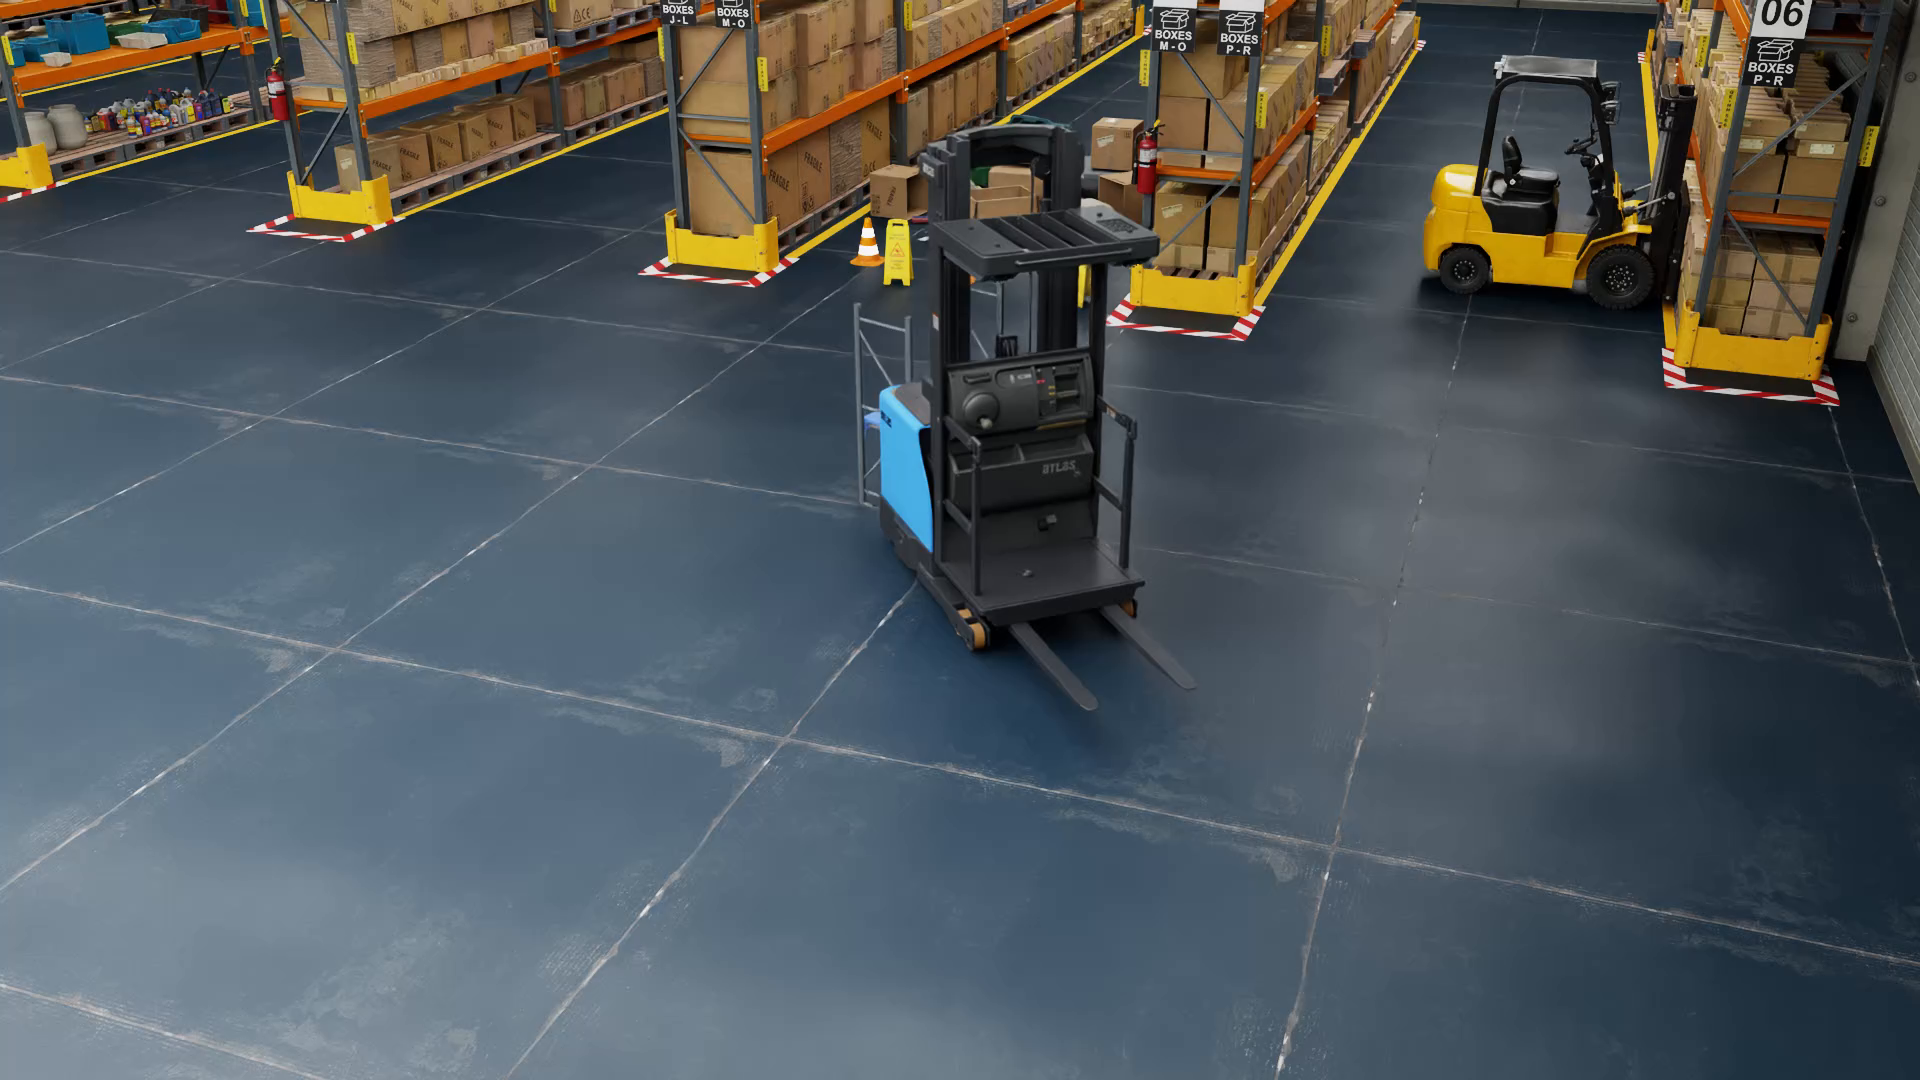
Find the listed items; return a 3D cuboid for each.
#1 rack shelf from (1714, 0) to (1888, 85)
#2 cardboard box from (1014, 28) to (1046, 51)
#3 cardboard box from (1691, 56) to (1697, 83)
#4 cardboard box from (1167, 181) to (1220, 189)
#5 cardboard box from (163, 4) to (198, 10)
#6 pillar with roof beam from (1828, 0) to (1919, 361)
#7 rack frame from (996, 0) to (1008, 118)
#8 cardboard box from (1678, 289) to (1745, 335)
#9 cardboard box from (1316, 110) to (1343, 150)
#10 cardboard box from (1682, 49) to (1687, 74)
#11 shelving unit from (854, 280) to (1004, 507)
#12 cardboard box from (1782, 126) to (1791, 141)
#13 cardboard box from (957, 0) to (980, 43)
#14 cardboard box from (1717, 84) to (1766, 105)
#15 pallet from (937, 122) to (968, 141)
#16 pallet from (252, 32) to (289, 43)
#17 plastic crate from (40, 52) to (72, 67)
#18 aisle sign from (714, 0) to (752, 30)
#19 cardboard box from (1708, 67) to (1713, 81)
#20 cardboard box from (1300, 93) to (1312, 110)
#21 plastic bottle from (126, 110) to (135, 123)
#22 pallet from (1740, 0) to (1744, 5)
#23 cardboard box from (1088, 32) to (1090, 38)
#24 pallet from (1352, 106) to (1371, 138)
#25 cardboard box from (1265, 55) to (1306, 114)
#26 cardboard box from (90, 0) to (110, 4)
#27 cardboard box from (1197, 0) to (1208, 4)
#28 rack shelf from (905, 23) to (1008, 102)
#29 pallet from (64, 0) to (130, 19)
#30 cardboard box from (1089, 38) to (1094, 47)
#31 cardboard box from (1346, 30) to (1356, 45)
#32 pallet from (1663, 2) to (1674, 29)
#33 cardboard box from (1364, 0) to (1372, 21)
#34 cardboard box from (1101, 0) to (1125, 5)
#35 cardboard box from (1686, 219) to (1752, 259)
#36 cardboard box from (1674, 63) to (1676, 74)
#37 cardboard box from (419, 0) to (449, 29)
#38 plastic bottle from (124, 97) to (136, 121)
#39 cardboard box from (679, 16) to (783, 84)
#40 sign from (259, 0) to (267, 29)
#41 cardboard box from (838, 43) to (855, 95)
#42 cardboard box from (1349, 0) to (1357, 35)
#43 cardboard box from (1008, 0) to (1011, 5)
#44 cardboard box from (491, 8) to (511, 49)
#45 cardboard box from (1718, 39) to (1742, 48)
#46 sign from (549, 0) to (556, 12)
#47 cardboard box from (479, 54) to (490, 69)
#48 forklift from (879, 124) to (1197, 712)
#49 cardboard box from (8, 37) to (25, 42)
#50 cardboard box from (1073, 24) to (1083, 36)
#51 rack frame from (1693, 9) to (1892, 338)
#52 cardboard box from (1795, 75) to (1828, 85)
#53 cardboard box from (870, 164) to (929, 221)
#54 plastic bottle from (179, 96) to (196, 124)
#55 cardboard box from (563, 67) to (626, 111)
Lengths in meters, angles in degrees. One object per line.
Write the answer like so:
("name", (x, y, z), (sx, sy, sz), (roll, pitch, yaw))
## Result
("rack shelf", (7.572, -4.727, 15.178), (1.077, 0.370, 4.000), (9, 27, 17))
("cardboard box", (0.988, -7.621, 25.297), (0.500, 0.250, 0.500), (9, 27, 18))
("cardboard box", (8.324, -5.131, 18.228), (0.500, 0.250, 0.500), (8, 27, 16))
("cardboard box", (2.415, -3.468, 17.007), (0.500, 0.500, 0.500), (10, 28, 19))
("cardboard box", (-13.709, -9.251, 29.502), (0.500, 0.500, 0.500), (10, 28, 19))
("pillar with roof beam", (3.928, -6.359, 14.280), (9.100, 9.000, 0.400), (9, 27, 17))
("rack frame", (0.185, -7.561, 23.648), (1.000, 3.000, 0.127), (9, 27, 17))
("cardboard box", (6.765, -2.069, 14.979), (0.500, 0.250, 0.500), (9, 27, 18))
("cardboard box", (4.451, -5.356, 21.627), (0.950, 0.372, 0.625), (8, 27, 16))
("cardboard box", (9.018, -5.746, 20.071), (0.500, 0.250, 0.500), (8, 27, 16))
("shelving unit", (-0.207, -1.054, 11.929), (0.538, 1.500, 1.048), (19, 32, 34))
("cardboard box", (7.377, -3.532, 14.466), (0.380, 0.149, 0.250), (8, 27, 17))
("cardboard box", (-0.046, -6.972, 22.316), (0.500, 0.500, 0.500), (8, 27, 17))
("cardboard box", (7.157, -4.066, 15.230), (0.380, 0.149, 0.250), (9, 27, 18))
("pallet", (-0.556, -5.493, 22.577), (1.003, 0.211, 1.213), (9, 27, 17))
("pallet", (-13.108, -9.306, 30.451), (1.003, 0.211, 1.213), (9, 27, 17))
("plastic crate", (-11.190, -5.955, 20.633), (0.298, 0.136, 0.250), (9, 27, 17))
("aisle sign", (-2.218, -5.371, 16.141), (0.394, 0.787, 0.004), (9, 27, 17))
("cardboard box", (7.883, -4.767, 17.018), (0.380, 0.149, 0.250), (8, 27, 17))
("cardboard box", (3.659, -4.848, 18.333), (0.380, 0.149, 0.250), (9, 27, 19))
("plastic bottle", (-11.258, -5.735, 22.583), (0.097, 0.201, 0.097), (0, 26, 0))
("pallet", (7.570, -4.979, 14.974), (1.003, 0.211, 1.213), (9, 27, 17))
("cardboard box", (1.985, -8.569, 28.179), (0.380, 0.149, 0.250), (9, 27, 17))
("pallet", (5.220, -5.943, 23.505), (1.003, 0.211, 1.213), (9, 27, 17))
("cardboard box", (3.309, -4.775, 17.437), (0.500, 0.500, 0.500), (10, 27, 19))
("cardboard box", (-17.235, -11.056, 32.851), (0.750, 0.750, 0.750), (9, 27, 18))
("cardboard box", (2.079, -5.021, 15.249), (0.380, 0.149, 0.250), (9, 27, 18))
("rack shelf", (-0.481, -6.415, 22.107), (1.077, 0.370, 4.000), (9, 27, 17))
("pallet", (-17.327, -10.537, 32.995), (1.003, 0.211, 1.213), (9, 27, 17))
("cardboard box", (2.062, -8.433, 28.238), (0.380, 0.149, 0.250), (9, 27, 17))
("cardboard box", (4.767, -6.344, 20.940), (0.380, 0.149, 0.250), (9, 27, 18))
("pallet", (10.531, -7.411, 23.559), (1.003, 0.211, 1.213), (9, 27, 17))
("cardboard box", (5.288, -7.215, 22.531), (0.500, 0.250, 0.500), (9, 27, 17))
("cardboard box", (2.772, -9.673, 30.117), (0.380, 0.149, 0.250), (9, 27, 18))
("cardboard box", (6.930, -2.725, 15.187), (0.500, 0.250, 0.500), (9, 27, 18))
("cardboard box", (10.239, -6.613, 23.332), (0.380, 0.149, 0.250), (9, 27, 17))
("cardboard box", (-6.343, -6.260, 19.357), (0.500, 0.500, 0.500), (9, 27, 17))
("plastic bottle", (-11.325, -5.878, 22.707), (0.144, 0.351, 0.185), (9, 27, 17))
("cardboard box", (-2.317, -4.974, 16.893), (0.875, 0.550, 0.550), (9, 27, 17))
("sign", (-7.638, -5.786, 18.291), (0.100, 0.325, 0.005), (9, 27, 17))
("cardboard box", (-1.710, -5.397, 19.007), (0.875, 0.550, 0.550), (9, 27, 17))
("cardboard box", (4.669, -6.604, 20.733), (0.500, 0.500, 0.500), (7, 27, 14))
("cardboard box", (0.524, -7.792, 23.930), (0.380, 0.149, 0.250), (8, 27, 17))
("cardboard box", (-6.198, -6.481, 20.960), (0.875, 0.500, 0.500), (9, 27, 17))
("cardboard box", (8.450, -5.460, 18.449), (0.380, 0.149, 0.250), (8, 27, 16))
("sign", (-5.276, -6.992, 21.479), (0.100, 0.325, 0.005), (9, 27, 17))
("cardboard box", (-6.047, -5.928, 20.562), (0.380, 0.149, 0.250), (9, 27, 17))
("forklift", (0.456, -0.856, 9.879), (1.130, 2.935, 3.031), (-10, 27, -19))
("cardboard box", (-14.586, -7.659, 25.879), (0.500, 0.311, 0.500), (8, 27, 17))
("cardboard box", (1.826, -8.490, 27.673), (0.380, 0.149, 0.250), (10, 28, 20))
("rack frame", (6.906, -2.879, 13.977), (1.000, 3.000, 0.127), (9, 27, 17))
("cardboard box", (7.959, -4.297, 15.706), (0.380, 0.149, 0.250), (8, 27, 17))
("cardboard box", (-0.695, -4.007, 19.172), (0.500, 0.500, 0.500), (14, 29, 26))
("plastic bottle", (-10.574, -5.884, 22.719), (0.144, 0.351, 0.185), (9, 27, 17))
("cardboard box", (-5.203, -6.423, 23.662), (0.700, 0.500, 0.500), (6, 27, 13))
